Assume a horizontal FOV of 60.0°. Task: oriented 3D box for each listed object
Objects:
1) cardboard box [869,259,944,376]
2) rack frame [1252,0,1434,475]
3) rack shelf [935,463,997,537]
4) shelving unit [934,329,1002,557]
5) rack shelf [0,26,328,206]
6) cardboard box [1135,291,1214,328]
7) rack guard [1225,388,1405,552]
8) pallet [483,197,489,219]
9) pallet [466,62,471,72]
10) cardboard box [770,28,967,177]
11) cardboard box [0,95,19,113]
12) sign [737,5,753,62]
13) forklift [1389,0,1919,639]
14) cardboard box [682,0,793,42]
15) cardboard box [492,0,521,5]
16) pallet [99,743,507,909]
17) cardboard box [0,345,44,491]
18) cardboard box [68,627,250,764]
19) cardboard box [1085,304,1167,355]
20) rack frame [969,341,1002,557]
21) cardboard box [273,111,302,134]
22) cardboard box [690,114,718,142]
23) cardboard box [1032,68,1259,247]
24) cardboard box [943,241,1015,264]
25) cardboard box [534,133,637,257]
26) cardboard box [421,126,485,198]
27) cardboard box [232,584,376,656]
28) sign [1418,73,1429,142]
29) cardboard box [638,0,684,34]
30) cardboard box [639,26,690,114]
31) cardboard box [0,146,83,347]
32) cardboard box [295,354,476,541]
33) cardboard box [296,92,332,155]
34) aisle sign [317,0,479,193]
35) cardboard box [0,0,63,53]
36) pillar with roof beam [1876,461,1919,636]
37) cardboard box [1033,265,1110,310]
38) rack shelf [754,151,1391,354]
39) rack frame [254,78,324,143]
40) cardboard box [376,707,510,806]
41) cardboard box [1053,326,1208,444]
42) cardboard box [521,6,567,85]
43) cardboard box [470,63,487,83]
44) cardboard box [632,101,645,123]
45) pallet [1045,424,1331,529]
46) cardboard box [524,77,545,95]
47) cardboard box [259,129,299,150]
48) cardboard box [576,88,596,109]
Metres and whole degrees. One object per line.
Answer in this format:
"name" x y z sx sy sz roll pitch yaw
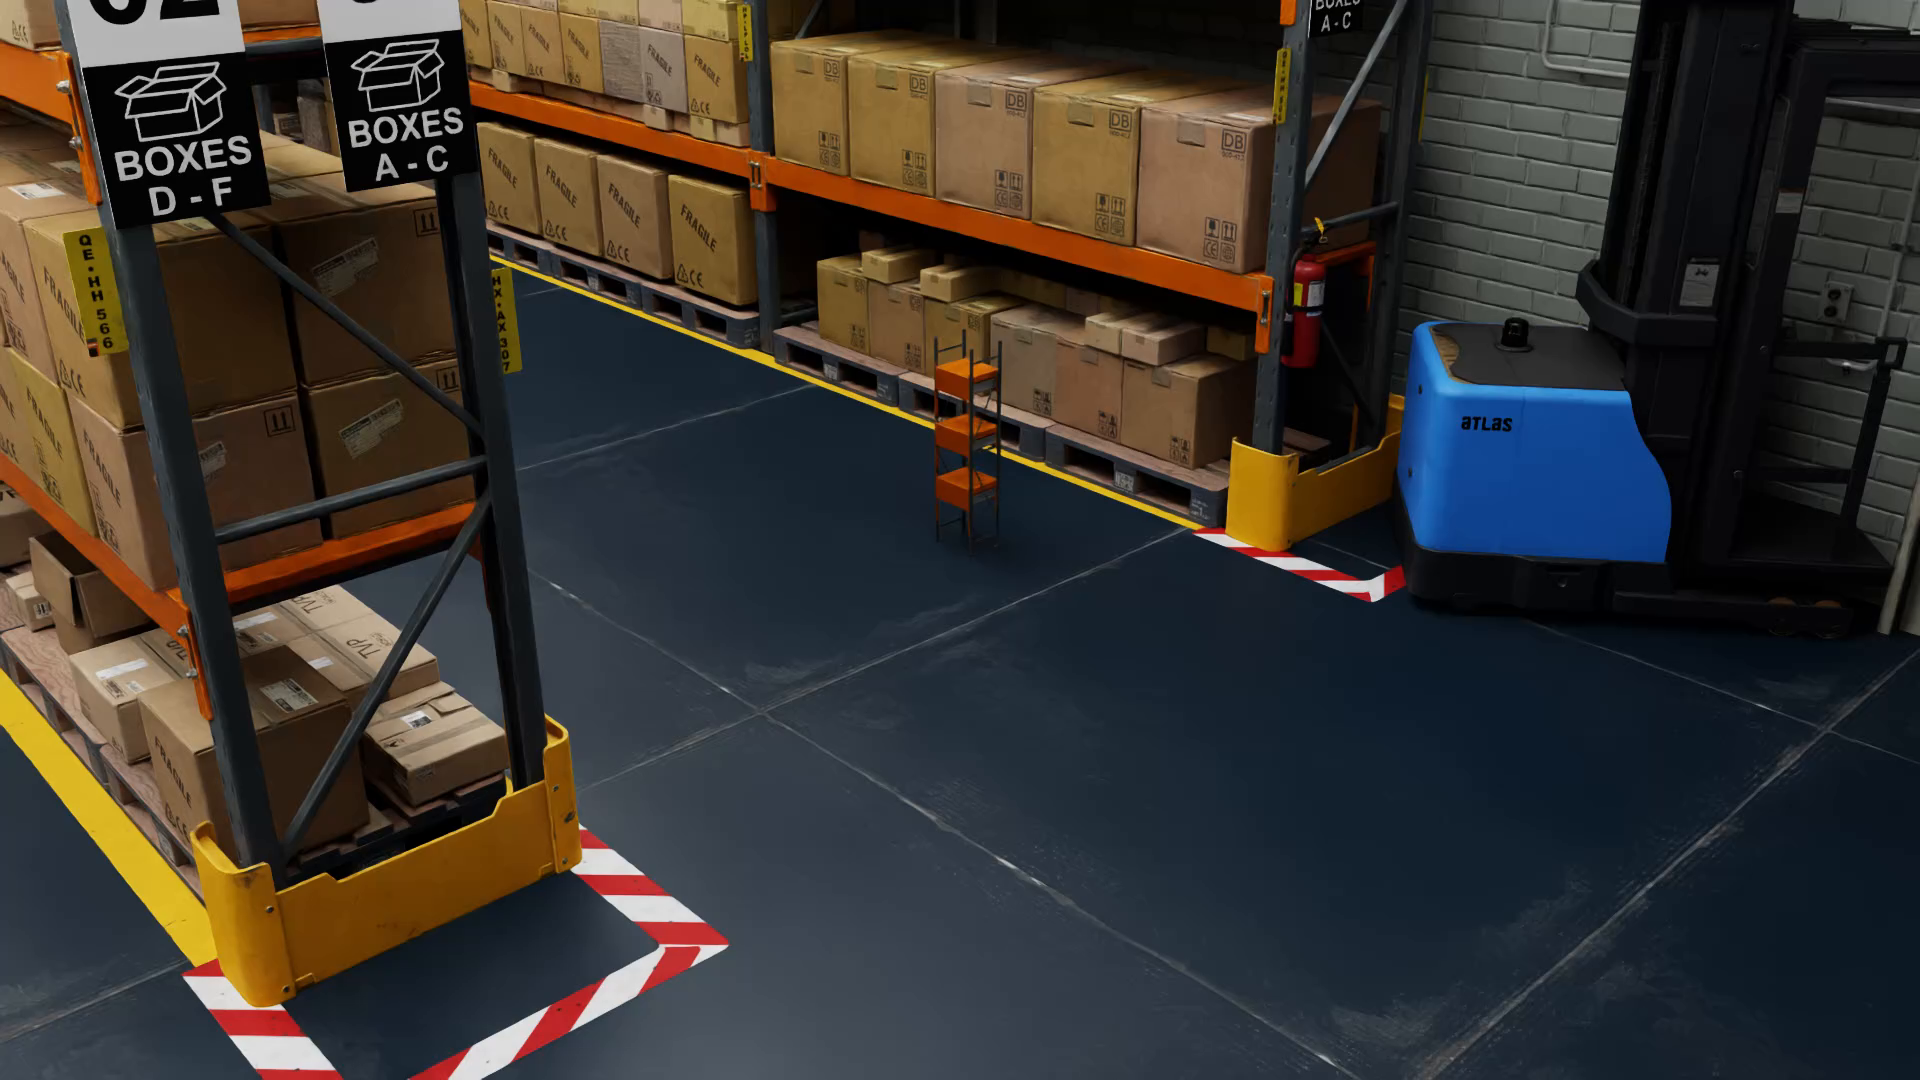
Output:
"cardboard box" -0.128 -1.376 10.157 0.700 0.500 0.500 -22 32 -39
"rack frame" 1.828 -1.519 7.965 1.000 3.000 0.127 -21 32 -38
"rack shelf" 0.037 -0.199 8.116 0.215 0.259 0.240 -21 32 -38
"shelving unit" 0.037 -0.461 7.997 0.215 1.050 0.252 -21 32 -38
"rack shelf" -3.152 -1.756 5.737 1.077 0.370 4.000 -21 32 -38
"cardboard box" 1.161 -1.223 9.042 0.380 0.149 0.250 -21 32 -38
"rack guard" 1.845 -0.374 8.468 1.175 0.500 0.348 -21 32 -38
"pallet" -4.173 -2.911 14.377 1.003 0.211 1.213 -21 32 -38
"pallet" -4.204 -4.041 13.725 1.213 0.211 1.003 -21 32 -38
"cardboard box" -0.547 -2.698 10.189 0.980 0.700 0.700 -21 32 -38
"cardboard box" -3.632 -1.590 6.797 0.500 0.500 0.500 -22 32 -39
"sign" -1.295 -3.064 10.054 0.100 0.325 0.005 -21 32 -38
"forklift" 3.599 -1.136 7.208 3.031 2.935 1.130 3 25 7
"cardboard box" -1.412 -3.331 10.530 0.500 0.250 0.500 -20 31 -37
"cardboard box" -3.150 -4.100 12.217 0.500 0.250 0.500 -22 32 -39
"pallet" -2.383 0.892 6.040 1.003 0.211 1.213 -21 32 -38
"cardboard box" -2.984 -0.525 5.667 0.500 0.500 0.500 -21 32 -38
"cardboard box" -2.964 0.547 6.219 0.500 0.250 0.500 -21 32 -38
"cardboard box" 0.881 -1.116 8.806 0.380 0.149 0.250 -20 31 -37
"rack frame" 0.120 -0.424 7.916 0.200 1.050 0.008 -21 32 -38
"cardboard box" -6.761 -4.219 16.768 0.250 0.166 0.380 19 31 35
"cardboard box" -1.533 -2.717 10.871 0.380 0.149 0.250 -21 32 -38
"cardboard box" 0.967 -2.024 8.711 0.980 0.700 0.700 -22 32 -39
"cardboard box" 0.119 -1.685 10.055 0.380 0.149 0.250 -23 33 -40
"cardboard box" -2.639 -2.628 12.481 0.750 0.750 0.750 -21 32 -39
"cardboard box" -4.170 -3.209 14.151 0.700 0.500 0.500 -21 32 -38
"cardboard box" -2.633 0.390 6.563 0.500 0.250 0.500 -21 32 -38
"sign" 2.238 -2.104 8.110 0.100 0.325 0.005 -21 32 -38
"cardboard box" -1.754 -3.488 10.876 0.500 0.250 0.500 -20 31 -37
"cardboard box" -1.761 -3.141 11.017 0.500 0.500 0.500 -21 32 -38
"cardboard box" -2.994 -0.978 5.455 0.500 0.500 0.500 -20 31 -37
"cardboard box" -1.896 -0.367 5.320 0.500 0.500 0.500 -20 32 -37
"cardboard box" -5.858 -3.999 15.883 0.700 0.500 0.500 -20 31 -37
"aisle sign" -1.524 -1.358 4.480 0.394 0.787 0.004 -21 32 -38
"cardboard box" -2.329 -1.490 4.468 0.500 0.250 0.500 -21 32 -38
"pillar with roof beam" 1.163 -2.454 2.788 9.100 9.000 0.400 -21 32 -38
"cardboard box" 0.640 -1.454 9.547 0.380 0.149 0.250 -21 32 -38
"rack shelf" 0.461 -1.797 9.443 1.077 0.370 4.000 -21 32 -38
"rack frame" -6.374 -5.154 15.934 1.000 3.000 0.127 -21 32 -38
"cardboard box" -1.820 0.760 5.874 0.380 0.149 0.250 -21 32 -38
"cardboard box" 0.935 -0.908 9.132 0.700 0.500 0.500 -21 32 -39
"cardboard box" -2.805 -3.601 12.026 0.500 0.500 0.500 -21 32 -39
"cardboard box" -3.584 -3.672 12.963 0.380 0.149 0.250 -22 32 -39
"cardboard box" -2.019 -2.965 11.413 0.380 0.149 0.250 -21 32 -38
"pallet" 1.225 -0.470 9.026 1.003 0.211 1.213 -21 32 -38
"cardboard box" -3.036 -3.447 12.471 0.380 0.149 0.250 -22 32 -39
"cardboard box" -2.597 -1.131 5.790 0.500 0.500 0.500 -21 32 -38
"cardboard box" -2.527 -3.210 11.951 0.380 0.149 0.250 -21 32 -38
